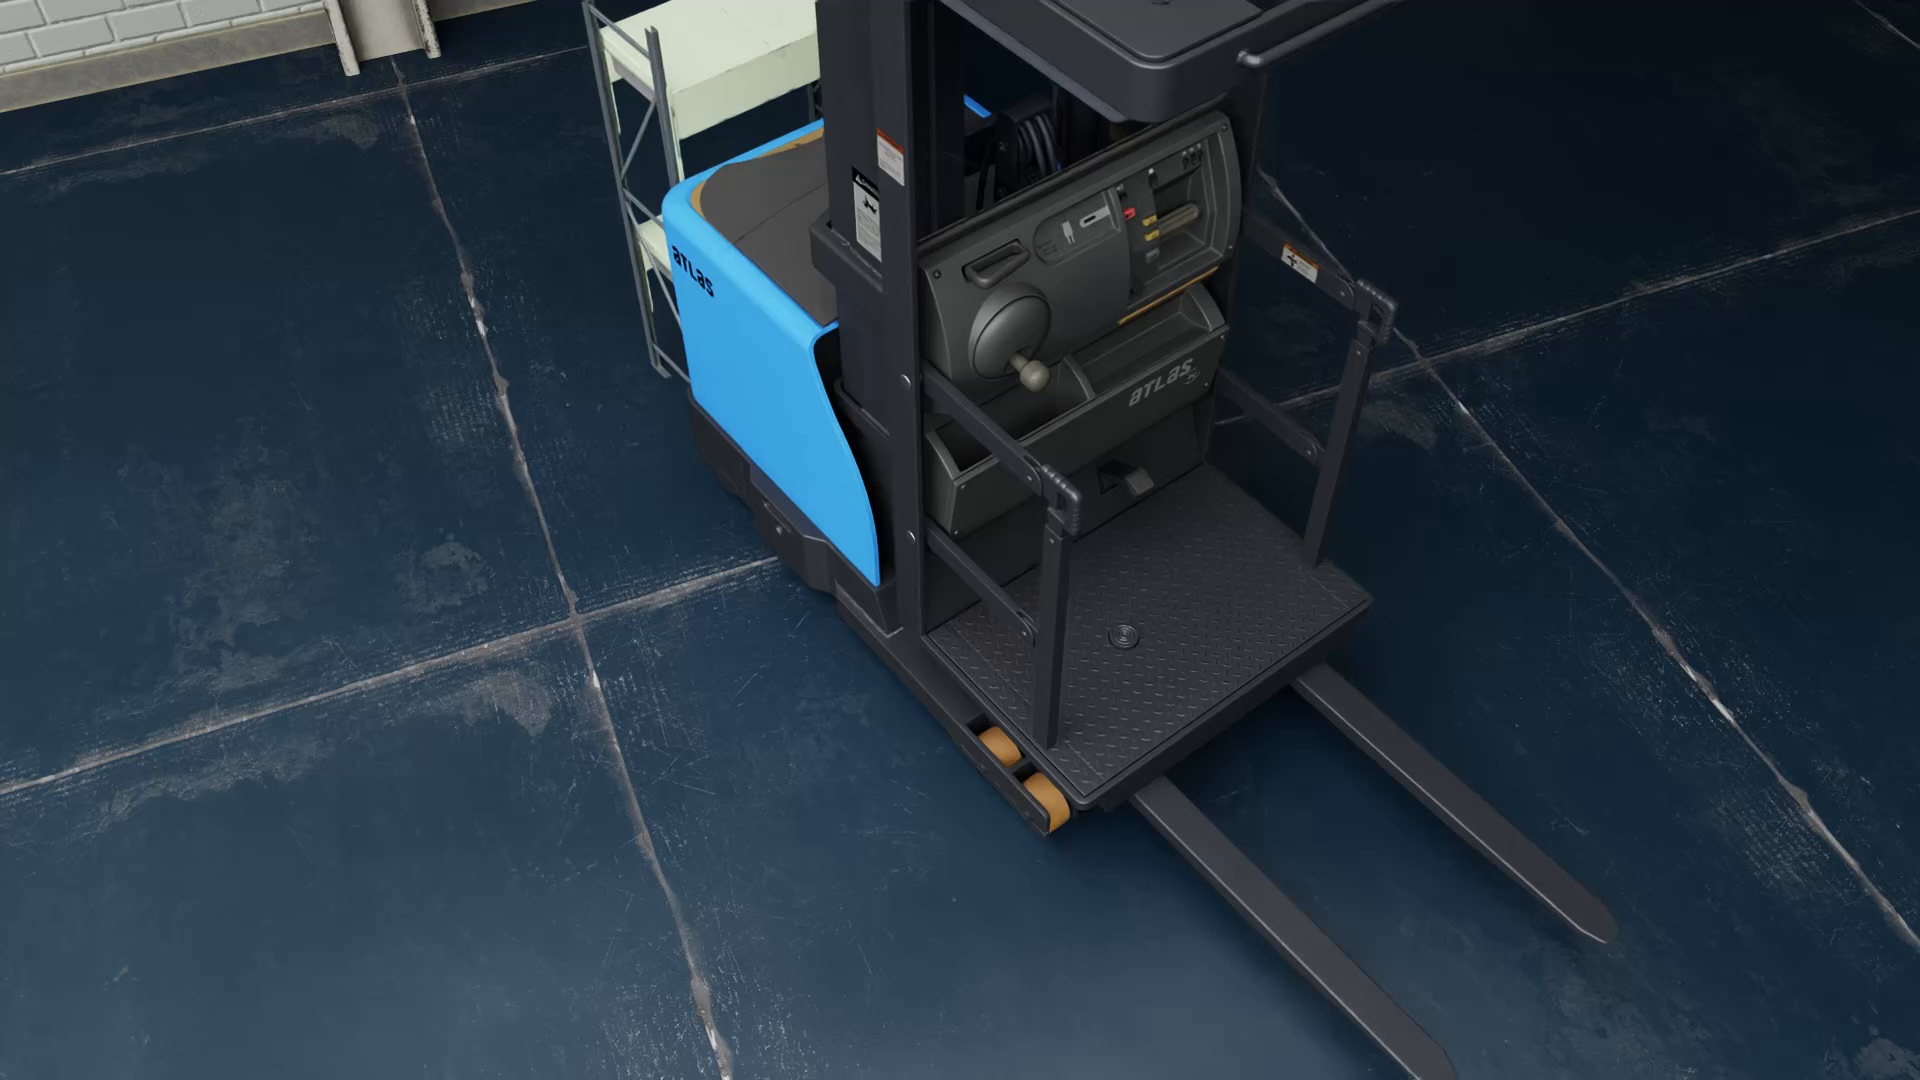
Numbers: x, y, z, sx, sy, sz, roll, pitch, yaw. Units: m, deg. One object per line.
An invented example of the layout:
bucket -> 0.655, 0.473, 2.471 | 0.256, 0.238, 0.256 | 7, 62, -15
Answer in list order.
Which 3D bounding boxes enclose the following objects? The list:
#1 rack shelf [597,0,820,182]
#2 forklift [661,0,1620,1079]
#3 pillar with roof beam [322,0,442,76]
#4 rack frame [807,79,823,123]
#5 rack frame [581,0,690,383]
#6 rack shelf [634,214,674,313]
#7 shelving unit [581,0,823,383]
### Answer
rack shelf -> -0.654, -1.414, 4.961 | 0.720, 0.370, 0.431 | -31, 56, -24
forklift -> 0.443, -0.587, 3.822 | 1.130, 2.935, 3.031 | -31, 56, -24
pillar with roof beam -> -0.793, -1.998, 1.034 | 0.400, 9.000, 9.100 | -17, 52, -14
rack frame -> -0.369, -1.333, 5.406 | 0.023, 1.500, 0.400 | -31, 56, -24
rack frame -> -0.940, -0.986, 5.108 | 0.023, 1.500, 0.400 | -31, 56, -24
rack shelf -> -0.654, -0.947, 5.504 | 0.720, 0.370, 0.431 | -31, 56, -24
shelving unit -> -0.654, -1.159, 5.257 | 0.755, 1.500, 0.431 | -31, 56, -24
